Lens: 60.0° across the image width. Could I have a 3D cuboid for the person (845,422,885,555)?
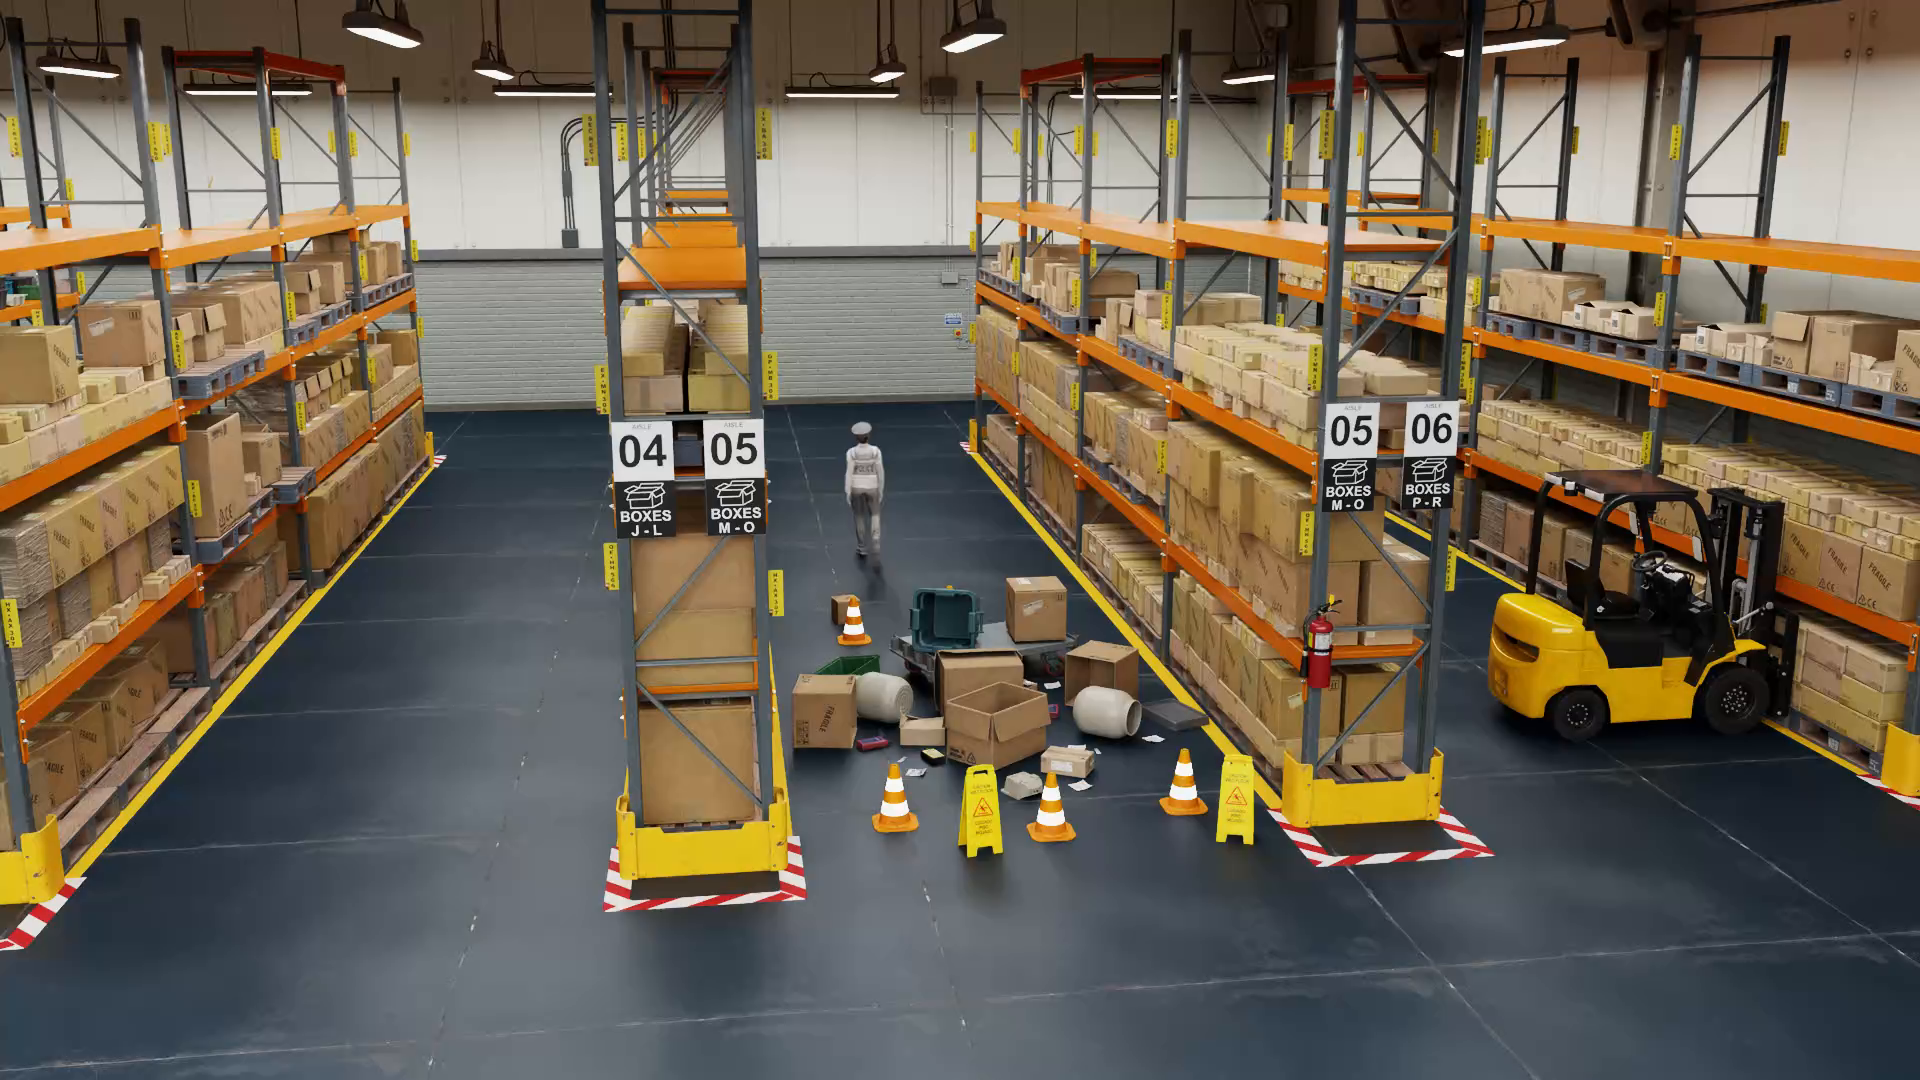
[{"bbox_3d":[-1.168,-0.615,20.460,0.487,1.672,0.614,-2,13,-8],"label":"person"}]
